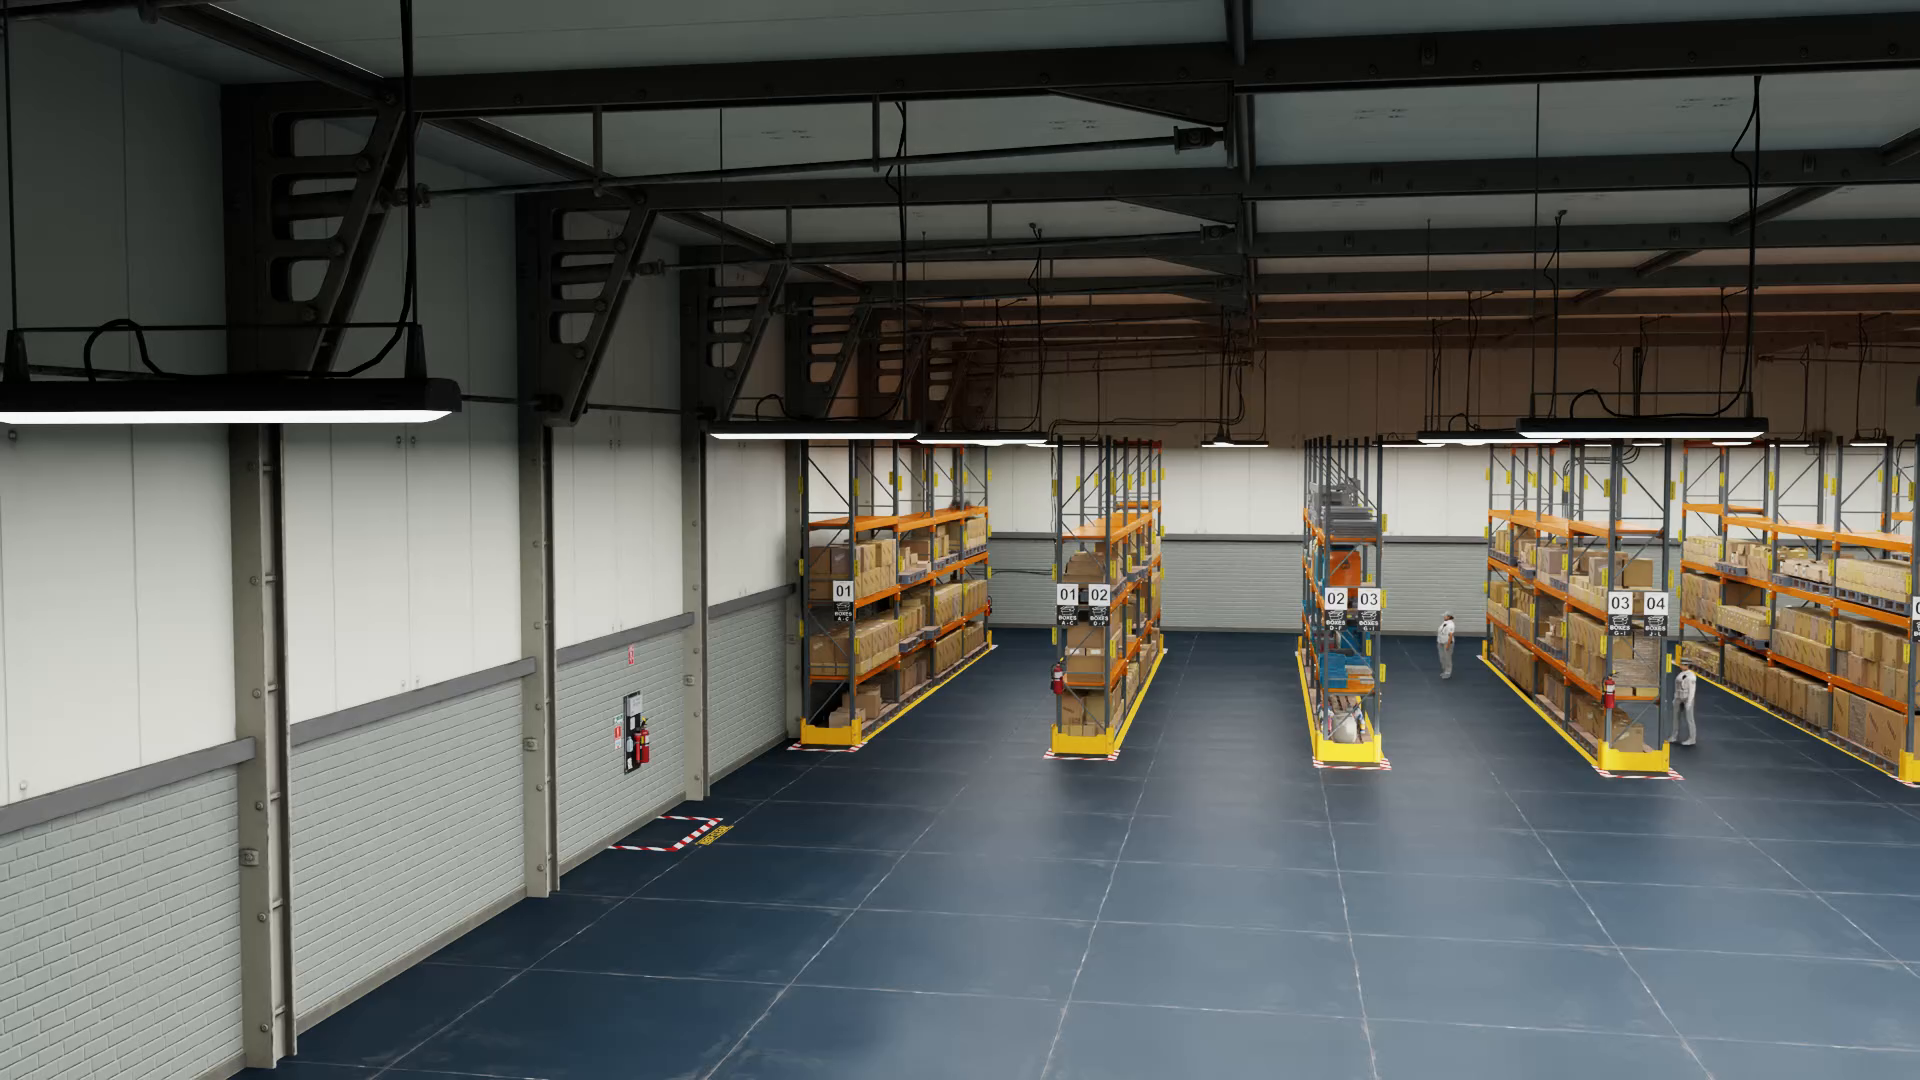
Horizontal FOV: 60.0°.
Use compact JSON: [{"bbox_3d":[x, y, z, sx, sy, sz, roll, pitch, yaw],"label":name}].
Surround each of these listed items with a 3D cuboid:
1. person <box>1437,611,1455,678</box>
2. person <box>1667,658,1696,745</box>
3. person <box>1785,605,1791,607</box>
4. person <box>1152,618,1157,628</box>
[{"bbox_3d":[12.282,2.633,42.009,0.476,1.677,0.495,-2,4,-29],"label":"person"},{"bbox_3d":[14.082,3.130,32.424,0.422,1.665,0.531,-1,3,-24],"label":"person"},{"bbox_3d":[20.950,2.546,42.242,0.492,1.781,0.677,3,4,44],"label":"person"},{"bbox_3d":[5.538,2.247,48.267,0.550,1.731,0.402,0,3,0],"label":"person"}]
